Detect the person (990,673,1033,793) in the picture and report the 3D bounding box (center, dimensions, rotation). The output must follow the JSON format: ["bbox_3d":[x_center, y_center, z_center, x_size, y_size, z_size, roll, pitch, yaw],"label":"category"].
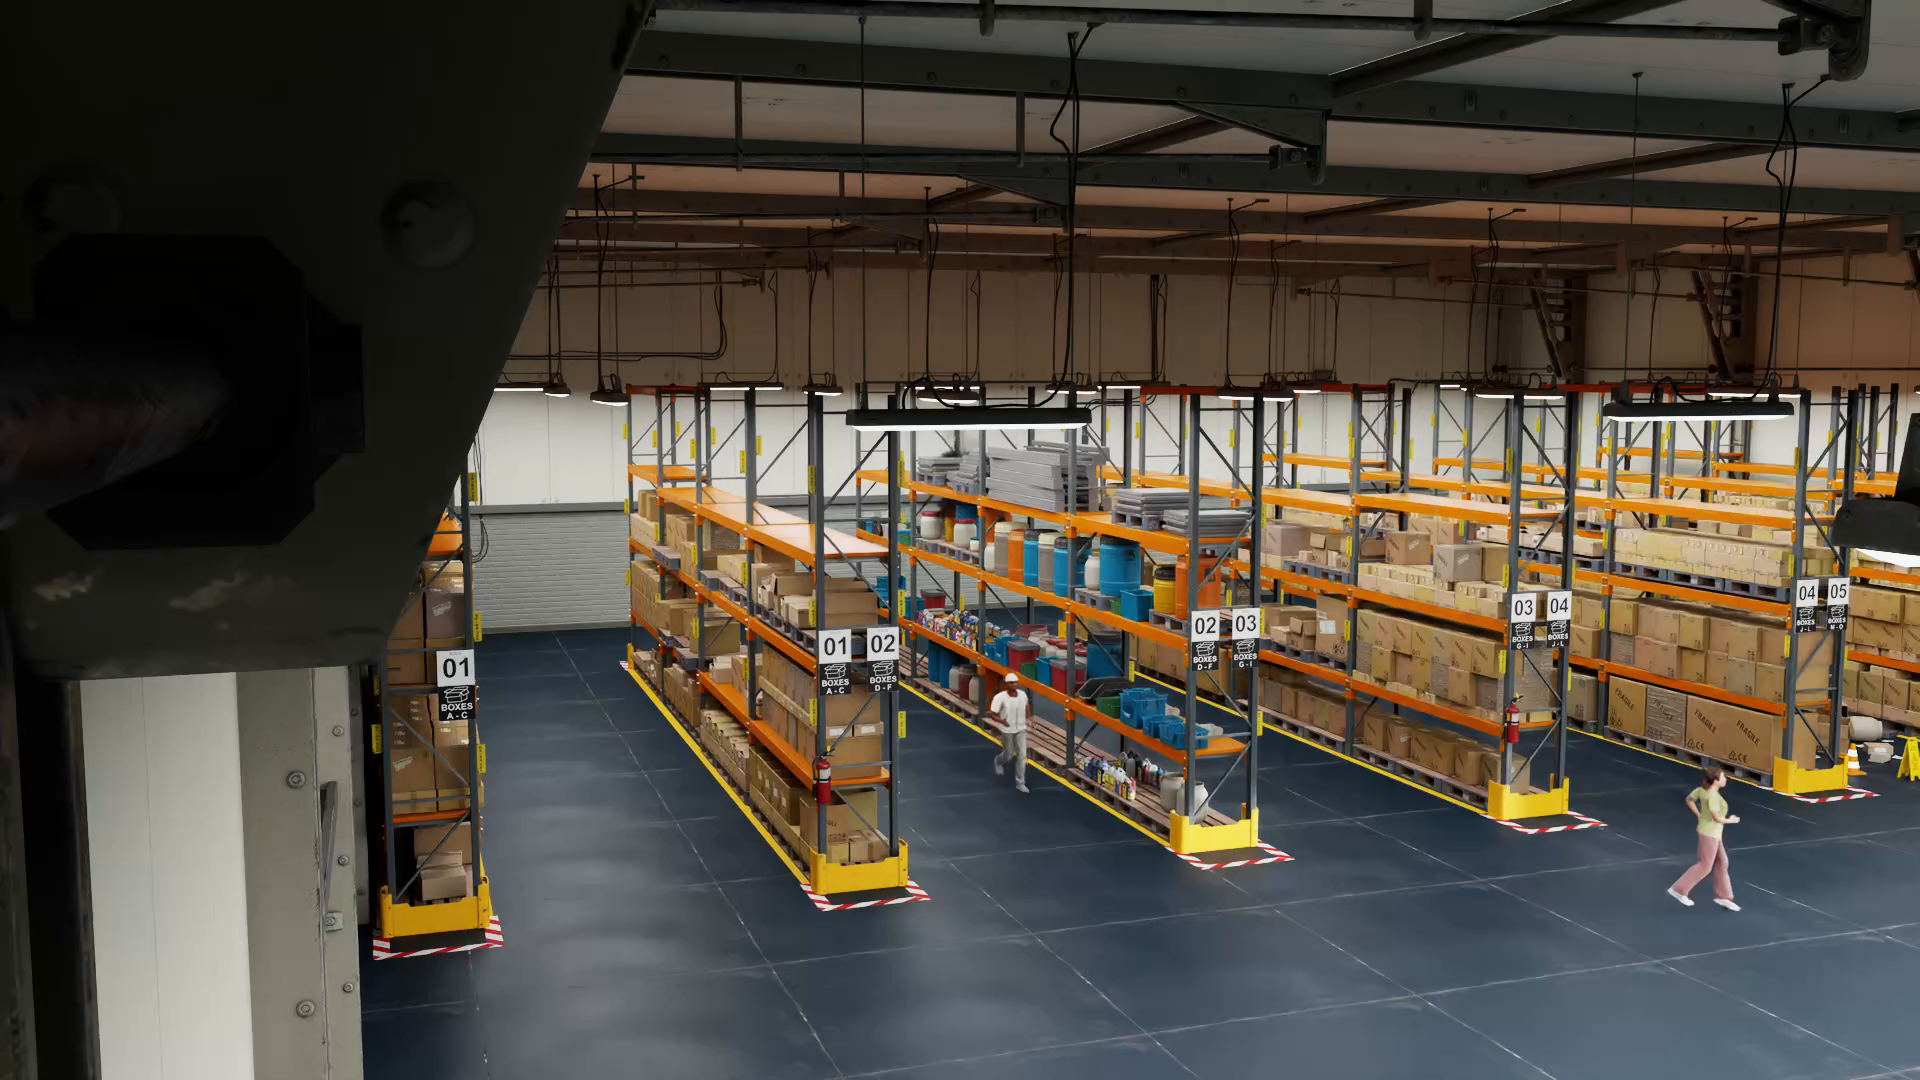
[{"bbox_3d":[0.806,2.873,25.111,0.713,1.741,0.966,-2,6,-21],"label":"person"}]

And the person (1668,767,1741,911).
[{"bbox_3d":[8.740,3.493,19.449,0.832,1.712,0.591,1,6,12],"label":"person"}]
